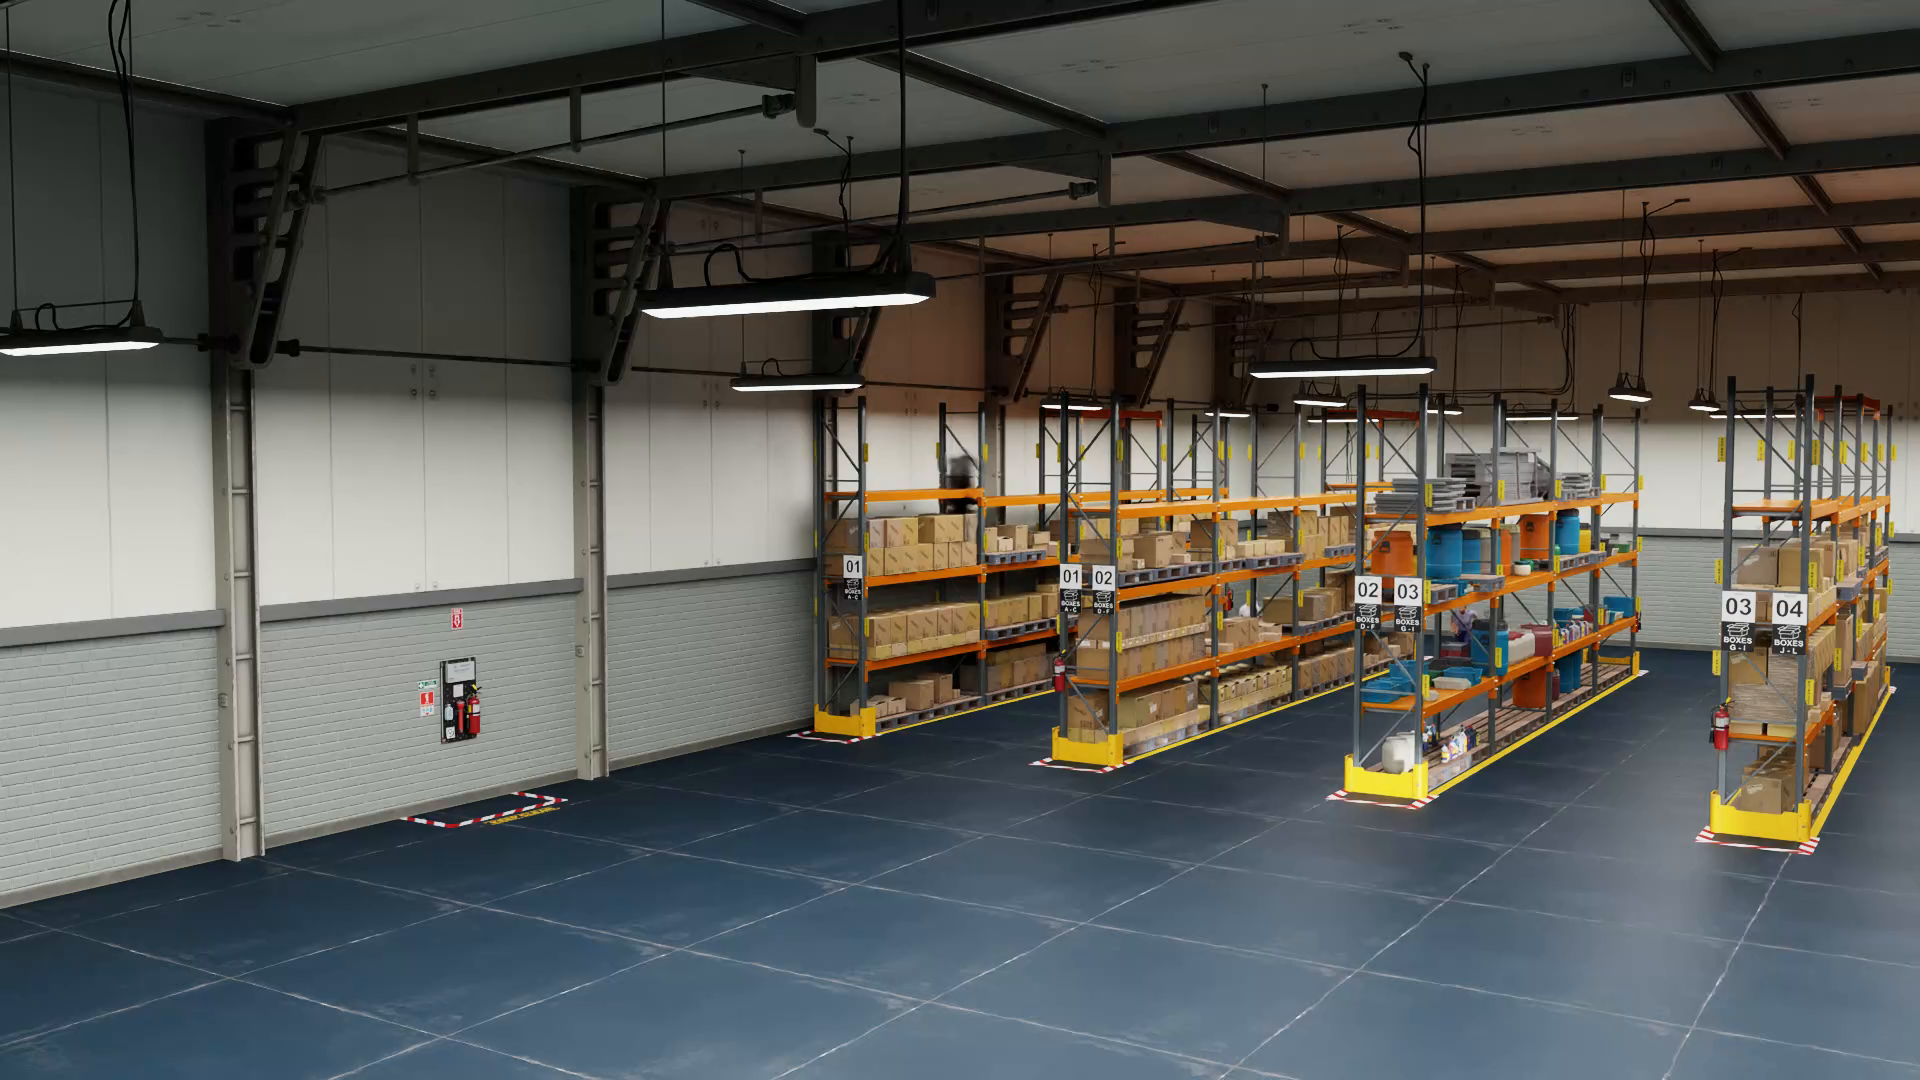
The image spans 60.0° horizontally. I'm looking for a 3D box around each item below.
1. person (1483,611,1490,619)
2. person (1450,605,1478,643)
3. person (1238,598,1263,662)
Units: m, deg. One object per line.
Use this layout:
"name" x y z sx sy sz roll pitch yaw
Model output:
"person" 11.125 2.342 34.871 0.786 1.737 0.579 -3 4 -44
"person" 11.679 2.224 38.534 0.629 1.599 0.955 1 3 19
"person" 6.976 2.118 39.933 0.608 1.599 0.620 1 3 20
